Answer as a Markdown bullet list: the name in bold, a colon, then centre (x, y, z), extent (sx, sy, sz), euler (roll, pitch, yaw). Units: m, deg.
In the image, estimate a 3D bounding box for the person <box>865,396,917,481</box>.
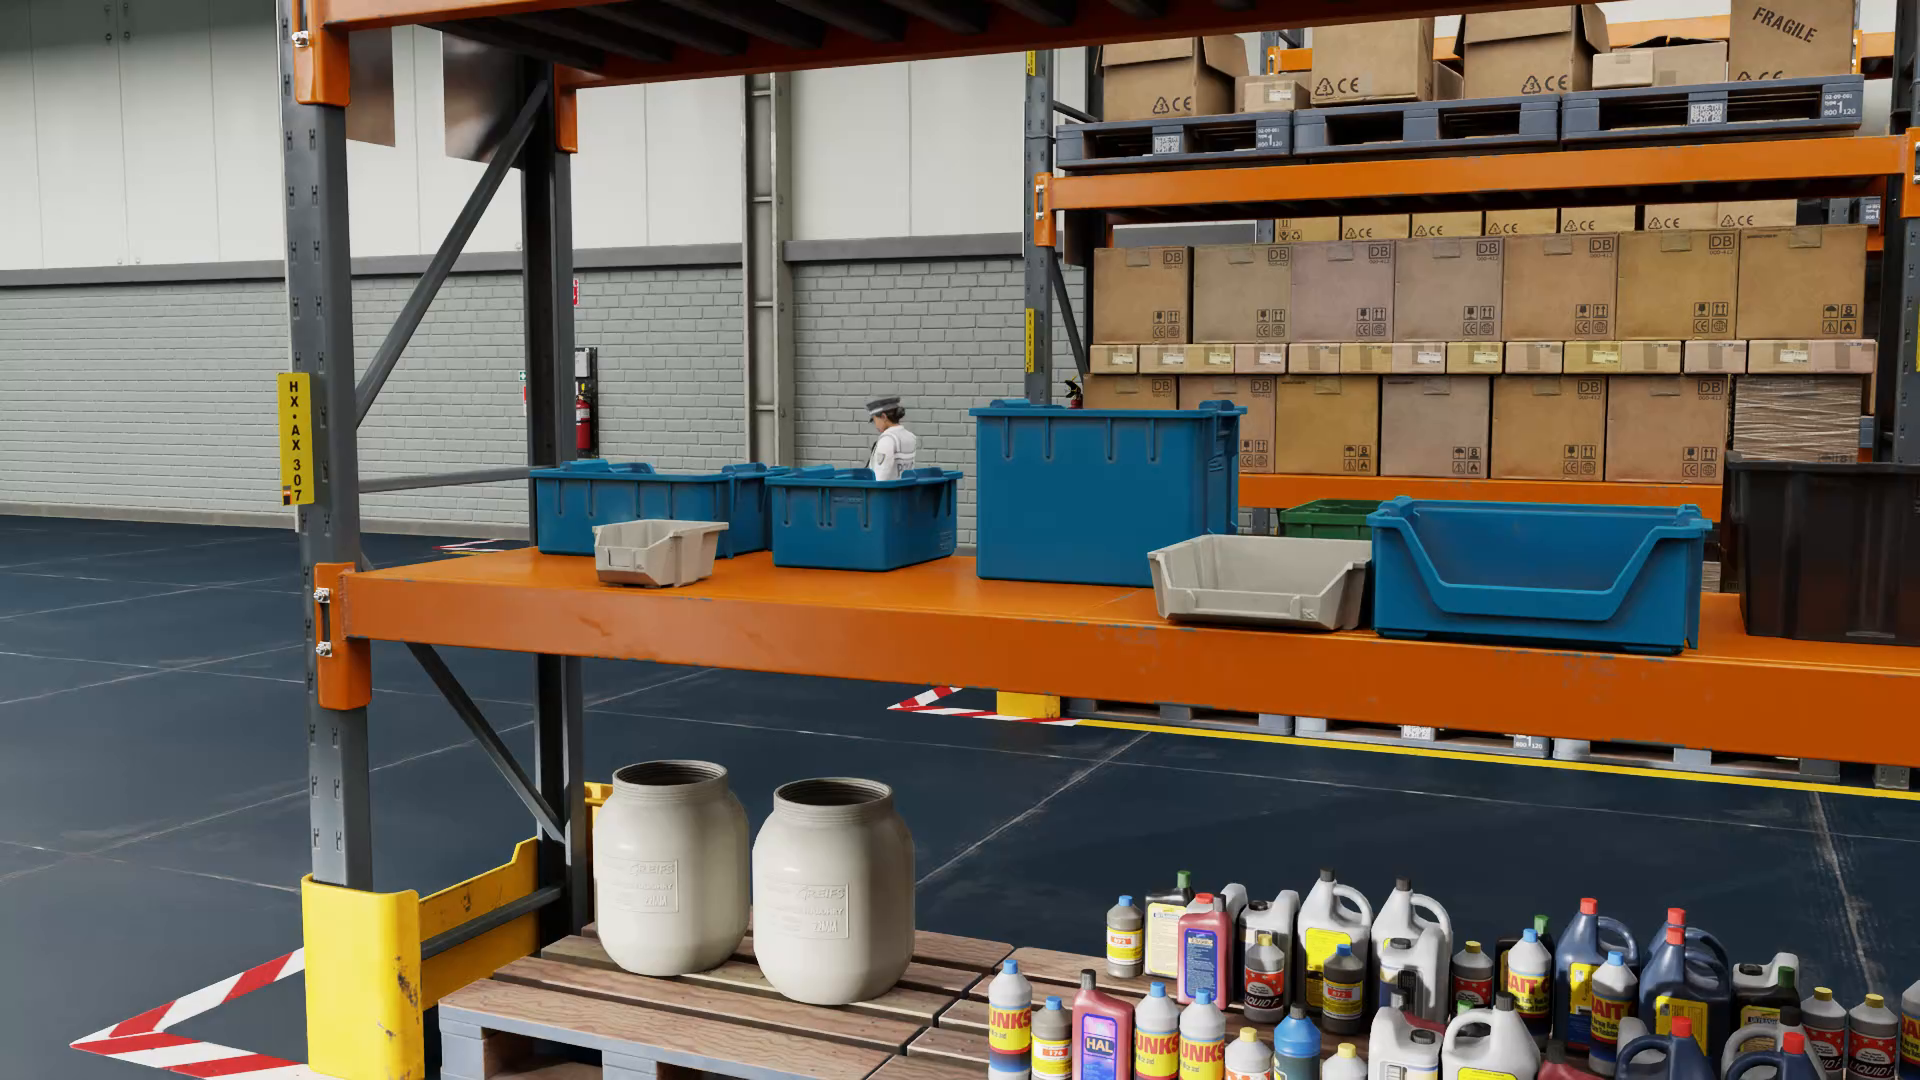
- **person**: centre (-0.488, -0.186, 11.753), extent (0.366, 1.655, 0.482), euler (3, 6, 25)
